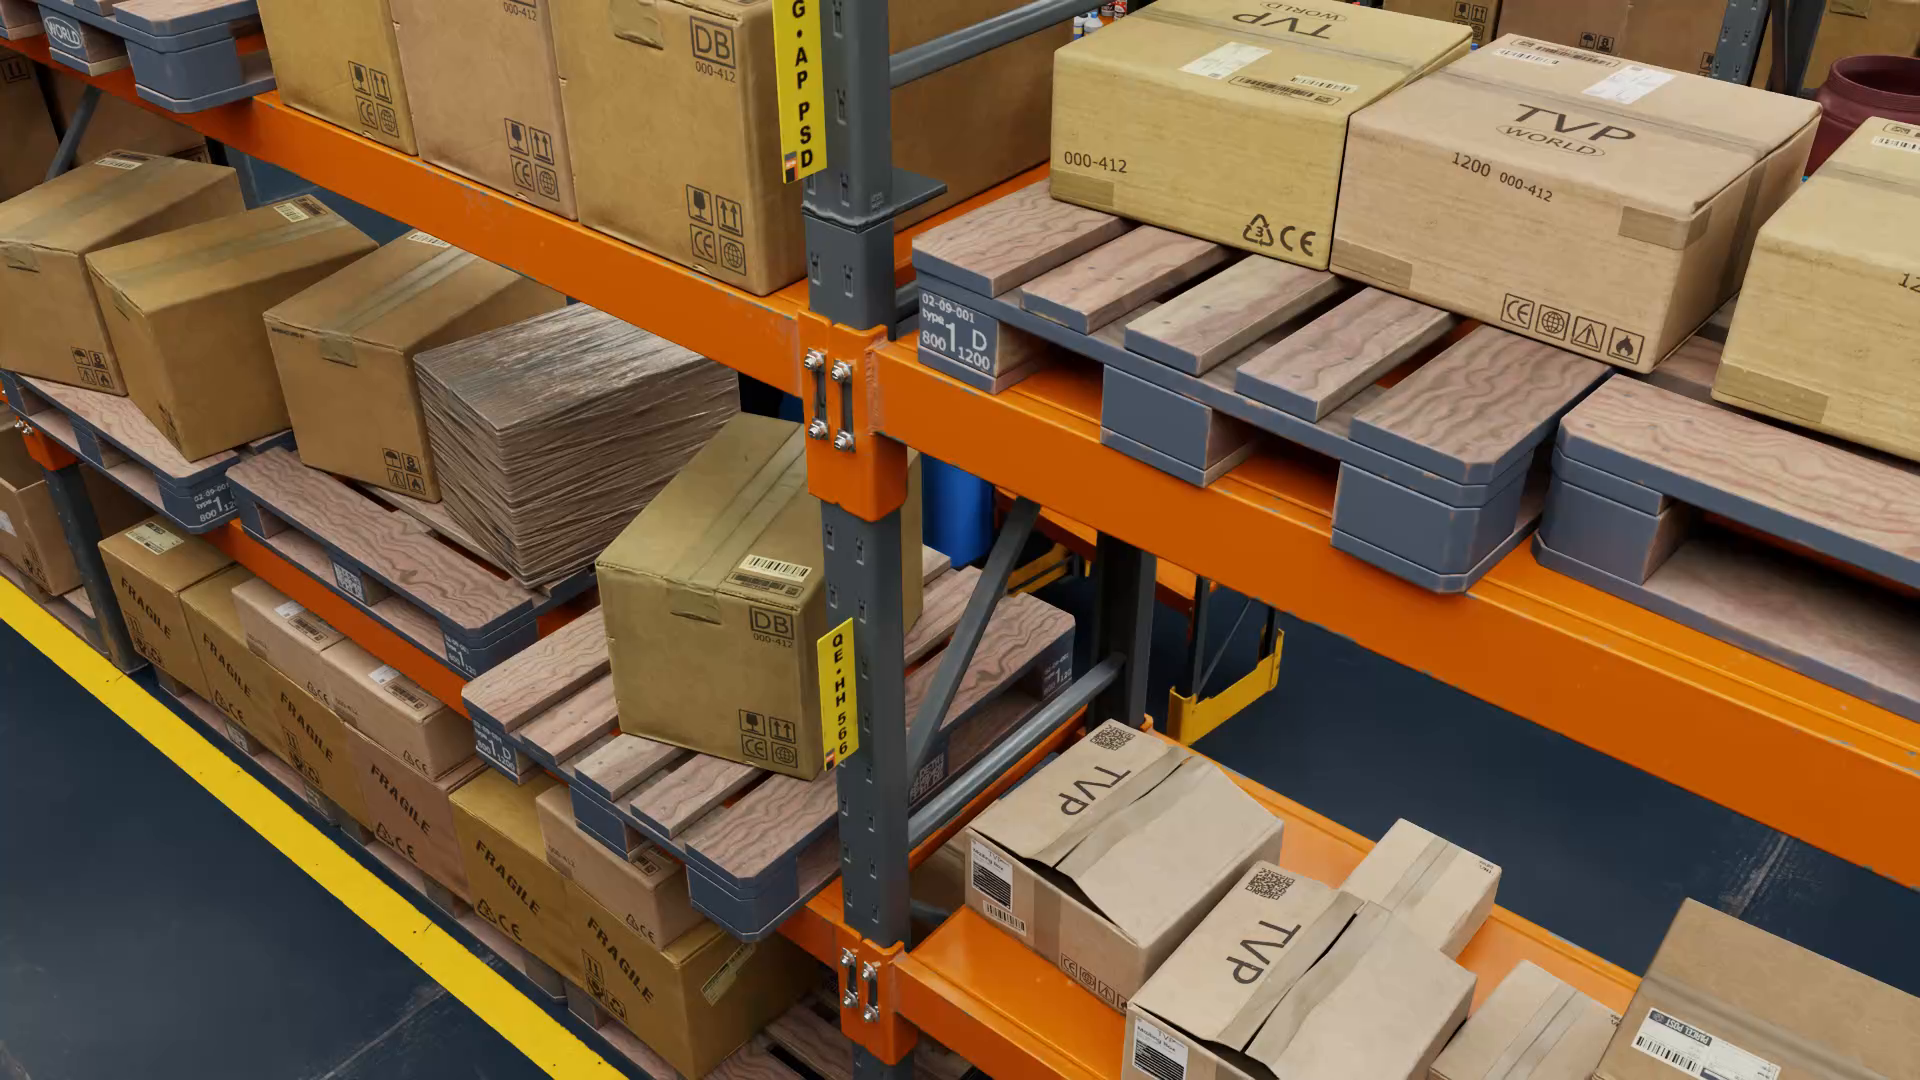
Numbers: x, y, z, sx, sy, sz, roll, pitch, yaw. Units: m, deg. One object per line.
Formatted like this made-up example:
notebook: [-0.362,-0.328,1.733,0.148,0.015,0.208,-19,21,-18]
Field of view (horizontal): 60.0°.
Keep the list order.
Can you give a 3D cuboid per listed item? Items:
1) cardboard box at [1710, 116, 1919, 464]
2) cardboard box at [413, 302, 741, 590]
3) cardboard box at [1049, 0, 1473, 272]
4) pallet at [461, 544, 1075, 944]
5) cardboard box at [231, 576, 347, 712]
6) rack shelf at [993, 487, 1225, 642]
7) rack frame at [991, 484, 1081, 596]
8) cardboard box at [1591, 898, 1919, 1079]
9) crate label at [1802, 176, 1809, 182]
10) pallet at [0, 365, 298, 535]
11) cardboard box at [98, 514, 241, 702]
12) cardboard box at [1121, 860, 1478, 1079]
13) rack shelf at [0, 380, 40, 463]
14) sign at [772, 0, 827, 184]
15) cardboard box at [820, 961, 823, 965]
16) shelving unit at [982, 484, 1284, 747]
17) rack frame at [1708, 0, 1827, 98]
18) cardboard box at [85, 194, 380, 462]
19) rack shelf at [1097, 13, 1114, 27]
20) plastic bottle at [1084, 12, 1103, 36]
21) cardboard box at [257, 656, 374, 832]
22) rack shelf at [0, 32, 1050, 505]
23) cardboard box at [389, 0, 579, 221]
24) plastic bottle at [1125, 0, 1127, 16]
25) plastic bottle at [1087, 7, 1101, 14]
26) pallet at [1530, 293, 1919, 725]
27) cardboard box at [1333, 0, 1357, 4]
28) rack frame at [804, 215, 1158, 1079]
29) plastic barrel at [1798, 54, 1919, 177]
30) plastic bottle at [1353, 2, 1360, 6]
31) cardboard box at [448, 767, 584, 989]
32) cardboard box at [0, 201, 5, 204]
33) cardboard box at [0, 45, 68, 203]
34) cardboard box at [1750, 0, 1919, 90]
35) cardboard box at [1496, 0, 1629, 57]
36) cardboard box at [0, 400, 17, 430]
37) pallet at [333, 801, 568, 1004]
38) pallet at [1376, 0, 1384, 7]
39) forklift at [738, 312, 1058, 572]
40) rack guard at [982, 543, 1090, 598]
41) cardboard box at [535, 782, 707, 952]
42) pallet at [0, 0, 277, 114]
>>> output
cardboard box: [1.340,-0.308,2.161,0.500,0.250,0.500,24,41,31]
cardboard box: [-1.029,-0.302,4.581,0.700,0.500,0.500,-25,42,-31]
cardboard box: [0.493,-0.702,2.735,0.500,0.250,0.500,22,40,29]
pallet: [-0.458,0.370,4.231,1.003,0.211,1.213,25,42,32]
cardboard box: [-1.982,0.240,5.408,0.500,0.250,0.500,25,42,32]
rack shelf: [0.660,-0.019,6.271,0.538,0.185,1.000,-28,43,-34]
rack frame: [0.314,-0.378,6.476,0.500,1.500,0.032,-28,43,-34]
cardboard box: [1.408,1.065,2.961,0.500,0.500,0.500,23,41,29]
crate label: [3.364,-1.263,6.588,0.416,0.233,0.303,25,42,32]
pallet: [-2.422,-0.527,5.537,1.213,0.211,1.003,25,42,32]
cardboard box: [-2.750,0.187,6.147,0.500,0.500,0.500,23,41,30]
cardboard box: [0.671,0.951,3.295,0.500,0.311,0.500,25,42,31]
rack shelf: [-4.503,-1.371,7.232,4.000,0.370,1.077,25,42,32]
sign: [-0.241,-0.709,2.526,0.005,0.325,0.100,25,42,32]
cardboard box: [-0.465,0.878,5.141,0.500,0.500,0.500,24,41,30]
shelving unit: [0.654,-0.171,6.174,0.587,1.500,1.083,-28,43,-34]
rack frame: [3.280,-1.648,7.000,0.127,3.000,1.000,25,42,32]
cardboard box: [-2.176,-0.667,5.112,0.700,0.500,0.500,-26,42,-33]
rack shelf: [1.743,-2.076,8.259,4.000,0.370,1.077,25,42,32]
plastic bottle: [0.671,-2.524,8.389,0.097,0.271,0.097,0,34,0]
cardboard box: [-1.954,0.560,5.605,0.500,0.500,0.500,26,42,32]
rack shelf: [-1.429,-1.159,4.273,4.000,0.370,1.077,25,42,32]
cardboard box: [-0.641,-1.100,3.464,0.500,0.500,0.910,25,42,32]
plastic bottle: [0.931,-2.820,8.881,0.097,0.201,0.097,0,34,0]
plastic bottle: [0.716,-3.044,9.142,0.135,0.276,0.152,25,42,32]
pallet: [1.548,-0.042,2.179,1.213,0.211,1.003,27,43,34]
cardboard box: [2.919,-4.823,13.129,0.875,0.875,0.875,25,42,32]
rack frame: [0.108,0.506,3.864,0.127,3.000,1.000,25,42,32]
plastic barrel: [3.831,-1.668,6.909,0.708,0.536,0.600,25,42,32]
plastic bottle: [1.968,-2.487,8.265,0.185,0.351,0.144,25,42,32]
cardboard box: [-1.158,0.930,5.065,0.500,0.500,0.500,24,41,30]
cardboard box: [-3.514,-1.054,6.047,0.500,0.500,0.500,26,42,33]
cardboard box: [-3.520,-1.467,5.765,0.500,0.500,0.500,25,42,32]
cardboard box: [5.932,-3.359,10.998,0.875,0.875,1.225,23,41,30]
cardboard box: [4.567,-4.003,11.935,0.875,0.875,1.225,24,41,30]
cardboard box: [-4.162,-0.371,7.127,0.500,0.311,0.500,25,42,32]
pallet: [-1.375,0.926,5.715,1.213,0.211,1.003,25,42,32]
pallet: [2.841,-4.412,13.488,1.213,0.211,1.003,25,42,32]
forklift: [-0.704,-1.636,7.044,1.130,2.935,3.031,-28,43,-34]
rack guard: [0.315,0.138,6.829,0.587,0.250,0.087,-28,43,-34]
cardboard box: [-0.807,0.790,4.606,0.500,0.250,0.500,27,43,33]
pallet: [-1.711,-1.461,4.244,1.003,0.211,1.213,25,42,32]
